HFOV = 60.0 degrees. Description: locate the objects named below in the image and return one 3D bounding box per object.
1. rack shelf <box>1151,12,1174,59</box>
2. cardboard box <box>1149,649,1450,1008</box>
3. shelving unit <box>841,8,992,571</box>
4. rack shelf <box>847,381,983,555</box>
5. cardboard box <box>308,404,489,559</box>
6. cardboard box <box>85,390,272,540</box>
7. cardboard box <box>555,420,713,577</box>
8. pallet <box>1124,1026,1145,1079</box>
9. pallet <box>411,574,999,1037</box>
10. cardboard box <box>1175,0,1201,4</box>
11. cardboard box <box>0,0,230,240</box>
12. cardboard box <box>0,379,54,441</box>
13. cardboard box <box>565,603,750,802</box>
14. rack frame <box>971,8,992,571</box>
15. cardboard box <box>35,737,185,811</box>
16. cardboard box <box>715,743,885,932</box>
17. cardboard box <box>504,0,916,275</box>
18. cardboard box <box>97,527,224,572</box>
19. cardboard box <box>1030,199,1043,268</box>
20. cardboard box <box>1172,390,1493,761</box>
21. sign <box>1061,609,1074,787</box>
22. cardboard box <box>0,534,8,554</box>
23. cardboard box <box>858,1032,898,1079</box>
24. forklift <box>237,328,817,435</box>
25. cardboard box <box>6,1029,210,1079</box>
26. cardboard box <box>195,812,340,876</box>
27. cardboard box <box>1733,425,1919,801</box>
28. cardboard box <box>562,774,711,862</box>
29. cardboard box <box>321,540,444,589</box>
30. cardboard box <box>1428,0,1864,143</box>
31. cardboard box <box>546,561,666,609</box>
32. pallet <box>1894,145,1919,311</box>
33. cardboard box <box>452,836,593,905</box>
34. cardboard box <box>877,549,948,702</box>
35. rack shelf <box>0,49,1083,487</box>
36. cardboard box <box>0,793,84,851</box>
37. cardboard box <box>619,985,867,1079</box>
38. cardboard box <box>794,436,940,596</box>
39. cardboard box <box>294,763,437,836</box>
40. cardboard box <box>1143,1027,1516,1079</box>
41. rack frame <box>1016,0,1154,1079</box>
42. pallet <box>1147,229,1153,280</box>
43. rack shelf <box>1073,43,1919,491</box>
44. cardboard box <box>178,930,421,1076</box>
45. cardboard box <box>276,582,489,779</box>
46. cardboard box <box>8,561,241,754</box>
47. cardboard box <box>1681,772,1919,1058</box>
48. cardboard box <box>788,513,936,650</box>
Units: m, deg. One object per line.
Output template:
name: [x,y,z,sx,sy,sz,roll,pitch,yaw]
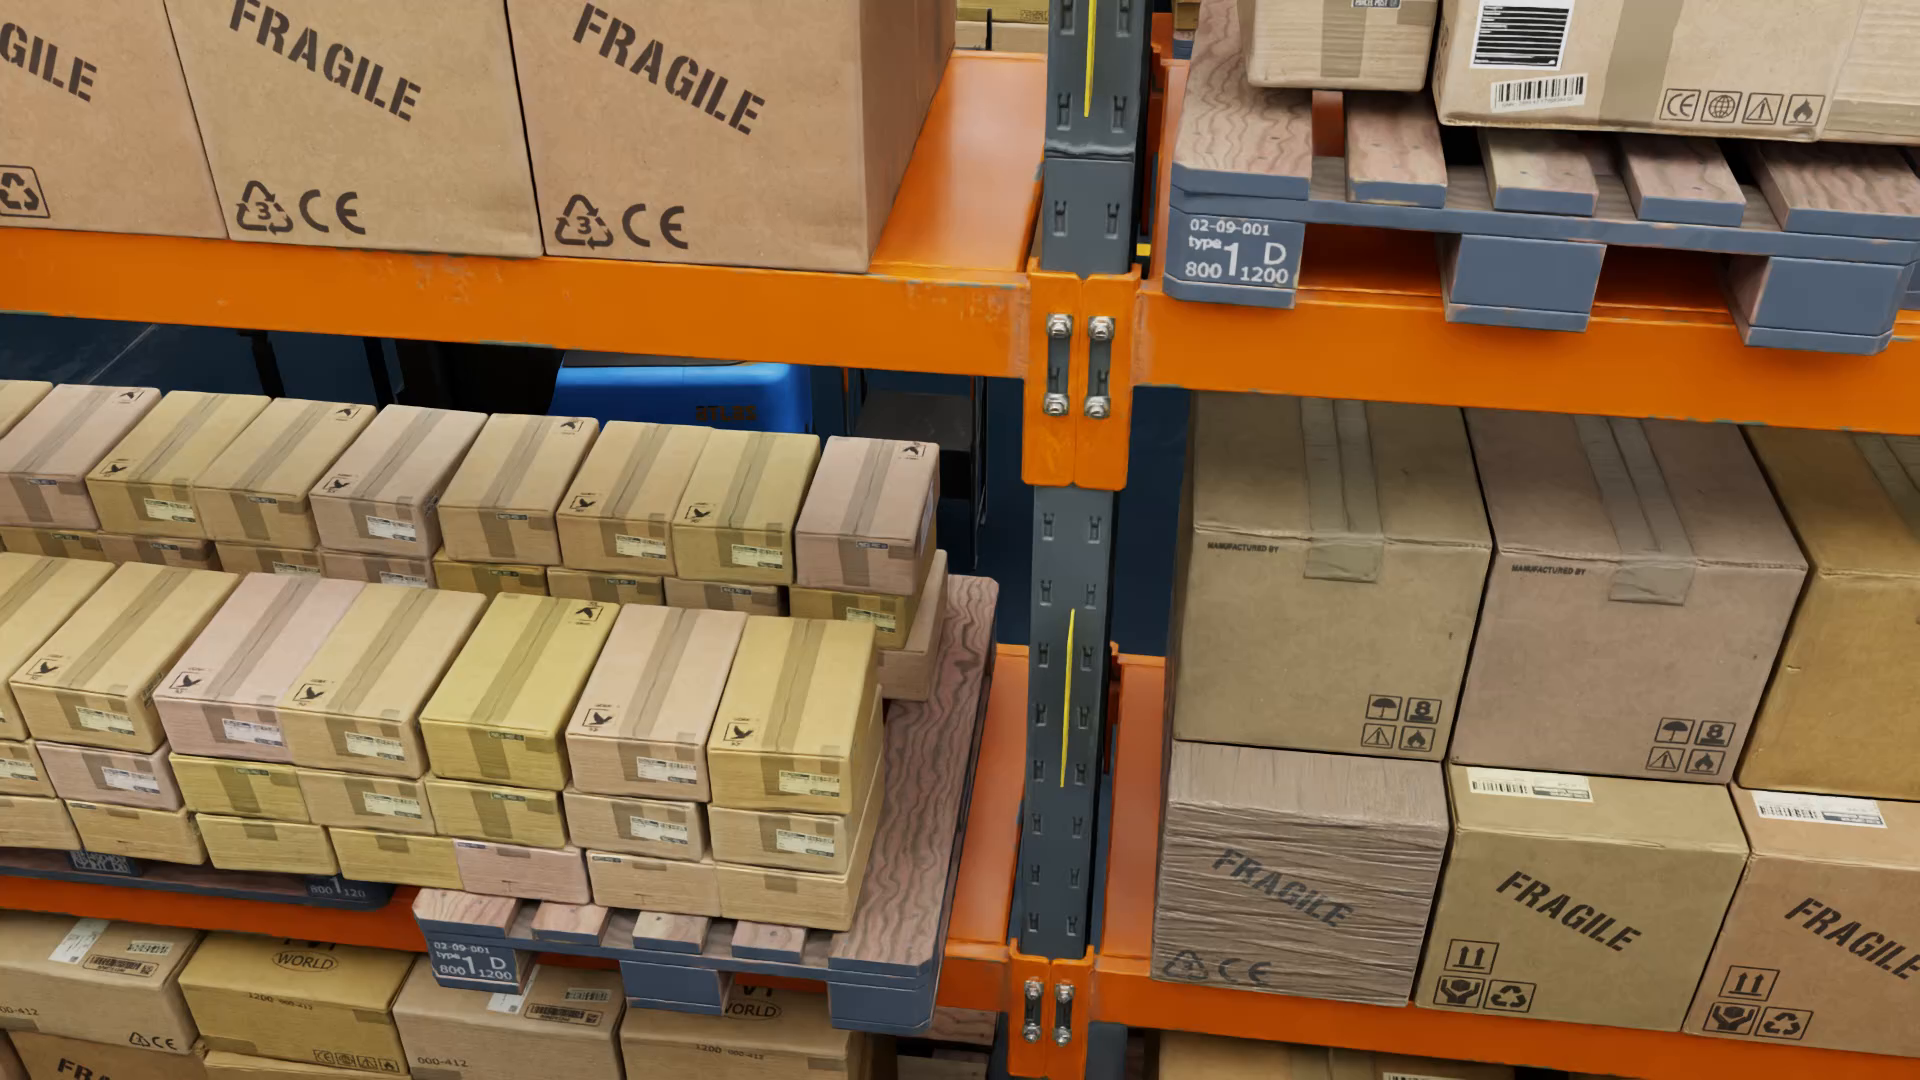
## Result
rack shelf: [2.758,-2.020,7.617,4.000,0.370,1.077,4,36,6]
cardboard box: [0.655,0.547,3.315,0.500,0.500,0.500,5,36,6]
shelving unit: [-0.164,-0.867,6.157,0.503,2.100,0.431,4,36,6]
rack shelf: [-0.164,-0.286,6.572,0.480,0.518,0.431,4,36,6]
cardboard box: [-1.230,-0.135,3.700,0.250,0.149,0.380,6,36,8]
cardboard box: [-1.740,-0.174,3.755,0.250,0.149,0.380,4,36,5]
cardboard box: [-0.699,-0.097,3.646,0.250,0.149,0.380,4,36,6]
pallet: [1.017,1.636,4.276,1.213,0.211,1.003,4,36,6]
pallet: [-0.476,0.486,3.652,1.003,0.211,1.213,4,36,6]
cardboard box: [1.192,-2.627,7.144,0.500,0.500,0.500,3,36,5]
cardboard box: [-1.347,-0.827,2.659,0.500,0.500,0.500,4,36,6]
cardboard box: [-2.273,-0.211,3.807,0.250,0.149,0.380,3,36,4]
cardboard box: [-0.549,0.296,3.095,0.250,0.149,0.380,4,36,5]
rack frame: [0.078,-0.849,6.132,0.015,2.100,0.400,4,36,6]
cardboard box: [-1.583,0.341,3.289,0.250,0.149,0.380,5,36,7]
cardboard box: [-0.303,0.559,3.240,0.250,0.149,0.380,5,36,7]
cardboard box: [-0.354,-0.758,2.562,0.500,0.500,0.500,4,36,6]
cardboard box: [-1.755,-0.054,3.843,0.250,0.149,0.380,6,36,8]
cardboard box: [0.100,-1.866,8.249,0.875,0.875,0.875,4,36,6]
cardboard box: [0.689,-0.010,3.235,0.500,0.500,0.700,4,36,6]
sign: [0.185,0.273,2.856,0.005,0.325,0.100,4,36,6]
cardboard box: [-2.266,-0.094,3.899,0.250,0.149,0.380,3,36,4]
cardboard box: [-0.442,1.348,4.070,0.500,0.500,0.500,4,36,6]
forklift: [-2.105,-1.170,5.867,3.031,2.935,1.130,-1,36,-1]
cardboard box: [-1.977,1.226,4.240,0.500,0.500,0.500,5,36,7]
cardboard box: [-1.318,0.481,3.349,0.250,0.149,0.380,3,36,4]
cardboard box: [1.699,0.064,3.132,0.500,0.500,0.700,4,36,5]
cardboard box: [-0.568,0.416,3.183,0.250,0.149,0.380,6,36,8]
cardboard box: [-1.241,-0.016,3.789,0.250,0.149,0.380,4,36,6]
cardboard box: [0.934,-0.817,2.359,0.500,0.311,0.500,4,36,6]
cardboard box: [-0.744,0.021,3.737,0.250,0.149,0.380,3,36,4]
pallet: [1.999,-0.647,2.655,1.213,0.211,1.003,6,36,8]
cardboard box: [-0.805,0.521,3.293,0.250,0.149,0.380,5,36,7]
cardboard box: [-0.174,0.181,3.769,0.250,0.149,0.380,4,36,5]
rack shelf: [-1.739,-0.677,3.154,4.000,0.370,1.077,4,36,6]
cardboard box: [-1.845,0.443,3.402,0.250,0.149,0.380,3,36,4]
cardboard box: [-0.467,1.041,3.854,0.500,0.250,0.500,3,36,5]
cardboard box: [-0.194,-0.058,3.592,0.250,0.149,0.380,4,36,6]
cardboard box: [-1.078,0.380,3.235,0.250,0.149,0.380,4,36,6]
cardboard box: [0.837,1.241,4.004,0.750,0.750,1.050,4,36,5]
rack frame: [0.245,0.399,3.609,0.127,3.000,1.000,4,36,6]
pallet: [1.550,-1.267,8.343,1.213,0.211,1.003,4,36,6]
rack shelf: [2.228,-0.381,2.739,4.000,0.370,1.077,4,36,6]
cardboard box: [-1.472,0.963,3.963,0.500,0.250,0.500,5,36,7]
cardboard box: [-1.074,0.259,3.147,0.250,0.149,0.380,5,36,7]
cardboard box: [-1.582,0.219,3.203,0.250,0.149,0.380,6,36,8]
cardboard box: [1.660,0.621,3.212,0.500,0.500,0.500,4,36,6]
cardboard box: [-0.209,0.058,3.685,0.250,0.149,0.380,6,36,8]
